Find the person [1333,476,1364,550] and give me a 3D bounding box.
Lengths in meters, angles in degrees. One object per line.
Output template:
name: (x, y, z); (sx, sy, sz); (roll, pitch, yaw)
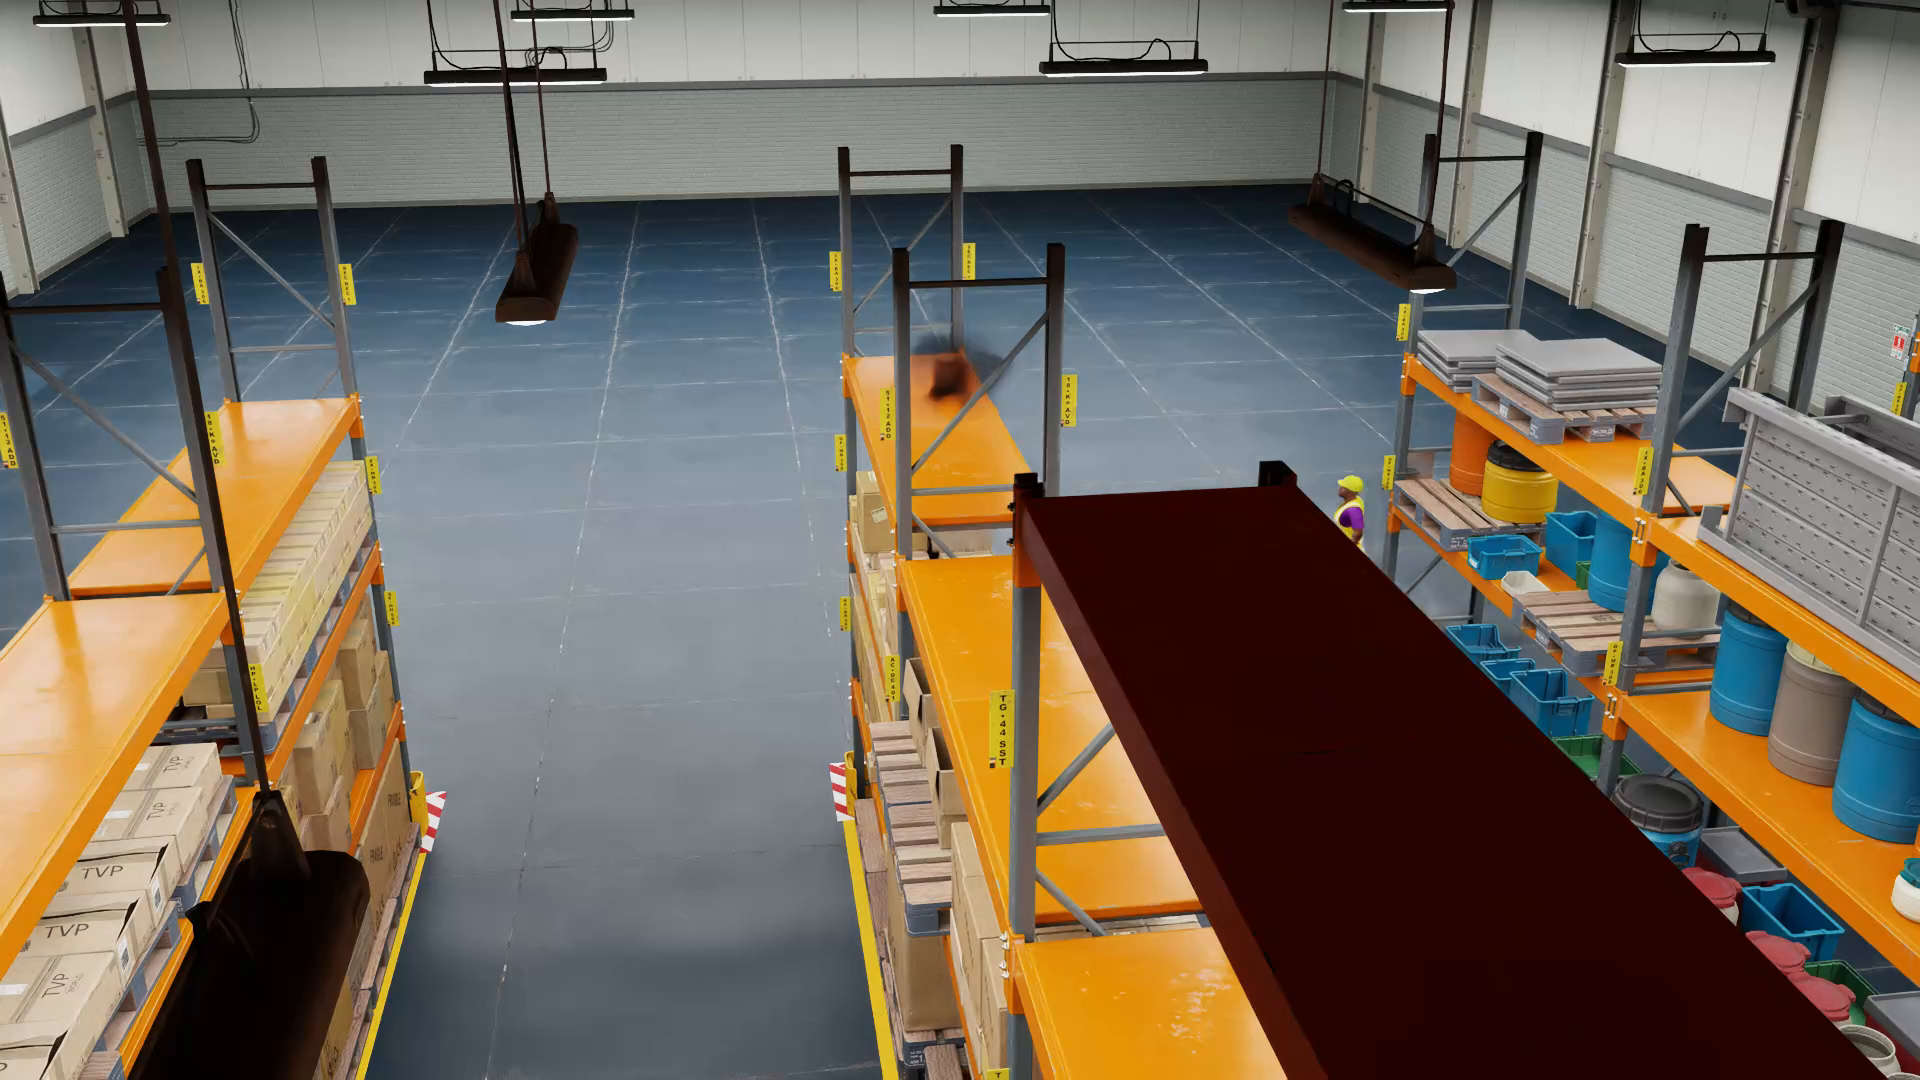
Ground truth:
person: (4.388, 0.081, 19.084); (0.569, 1.721, 0.674); (7, 23, 17)
